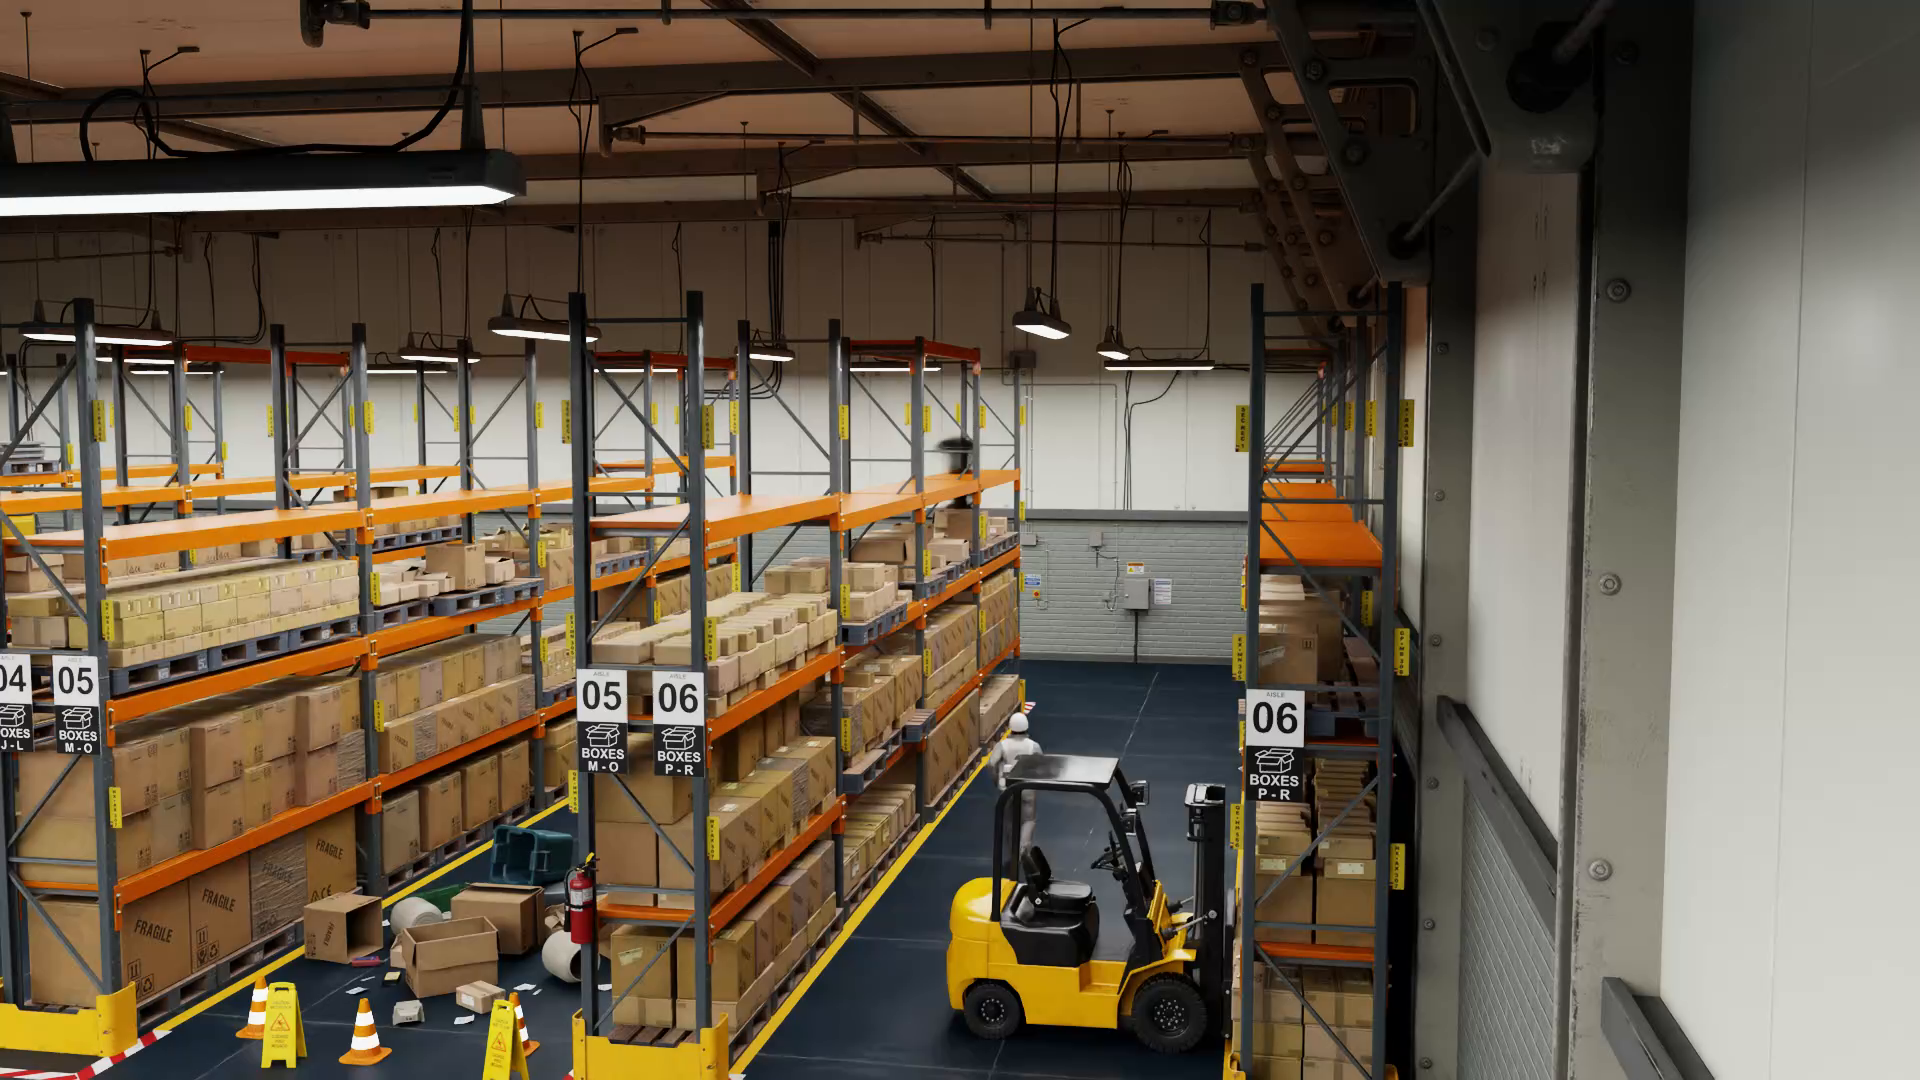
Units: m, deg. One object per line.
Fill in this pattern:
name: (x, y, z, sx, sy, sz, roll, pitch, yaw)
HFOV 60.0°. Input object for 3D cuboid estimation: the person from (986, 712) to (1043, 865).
person: (0.644, 2.790, 18.601, 0.667, 1.749, 0.905, 1, 5, 7)
